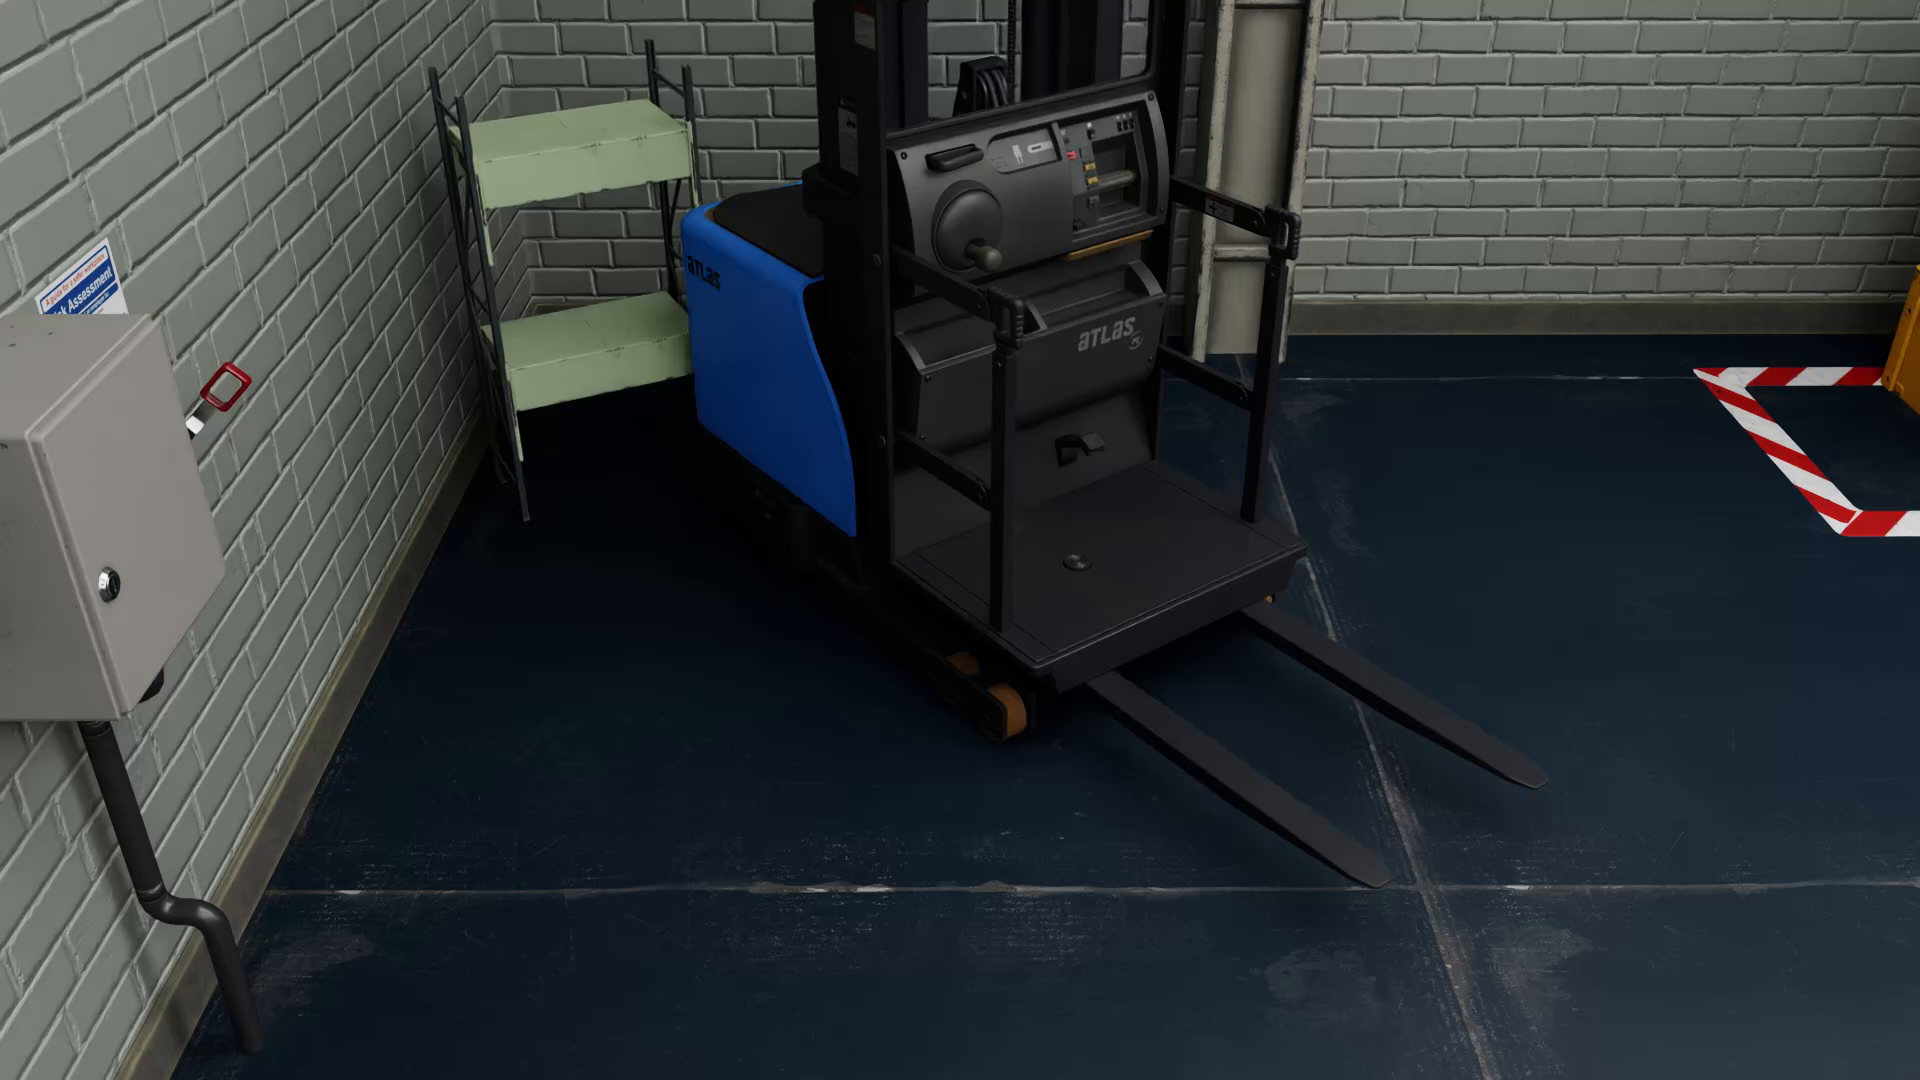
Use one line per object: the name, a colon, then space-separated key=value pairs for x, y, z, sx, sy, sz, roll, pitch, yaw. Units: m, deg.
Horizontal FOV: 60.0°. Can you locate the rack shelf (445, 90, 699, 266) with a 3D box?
rack shelf: x=-1.296 y=-1.222 z=5.566 sx=0.720 sy=0.370 sz=0.431 roll=-15 pitch=35 yaw=-24

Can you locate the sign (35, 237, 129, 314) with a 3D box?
sign: x=-1.814 y=-0.349 z=3.525 sx=0.001 sy=0.494 sz=0.329 roll=0 pitch=31 yaw=0

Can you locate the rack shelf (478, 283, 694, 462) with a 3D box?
rack shelf: x=-1.296 y=-0.609 z=5.937 sx=0.720 sy=0.370 sz=0.431 roll=-15 pitch=35 yaw=-24

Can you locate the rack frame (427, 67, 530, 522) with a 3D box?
rack frame: x=-1.619 y=-0.799 z=5.621 sx=0.023 sy=1.500 sz=0.400 roll=-15 pitch=35 yaw=-24

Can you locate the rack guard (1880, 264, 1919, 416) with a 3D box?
rack guard: x=3.944 y=-0.580 z=6.224 sx=0.348 sy=0.500 sz=1.175 roll=0 pitch=31 yaw=0

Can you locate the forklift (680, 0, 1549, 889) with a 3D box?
forklift: x=0.348 y=-0.965 z=4.515 sx=1.130 sy=2.935 sz=3.031 roll=-21 pitch=37 yaw=-31

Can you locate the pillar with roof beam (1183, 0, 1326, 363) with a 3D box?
pillar with roof beam: x=1.192 y=-2.439 z=1.095 sx=0.400 sy=9.000 sz=9.100 roll=0 pitch=31 yaw=0

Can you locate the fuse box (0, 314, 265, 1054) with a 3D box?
fuse box: x=-1.604 y=0.417 z=3.414 sx=0.414 sy=1.711 sz=0.539 roll=0 pitch=31 yaw=0

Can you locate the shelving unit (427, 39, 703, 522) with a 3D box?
shelving unit: x=-1.296 y=-0.888 z=5.768 sx=0.755 sy=1.500 sz=0.431 roll=-15 pitch=35 yaw=-24

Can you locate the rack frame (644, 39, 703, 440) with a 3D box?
rack frame: x=-0.973 y=-0.978 z=5.915 sx=0.023 sy=1.500 sz=0.400 roll=-15 pitch=35 yaw=-24
